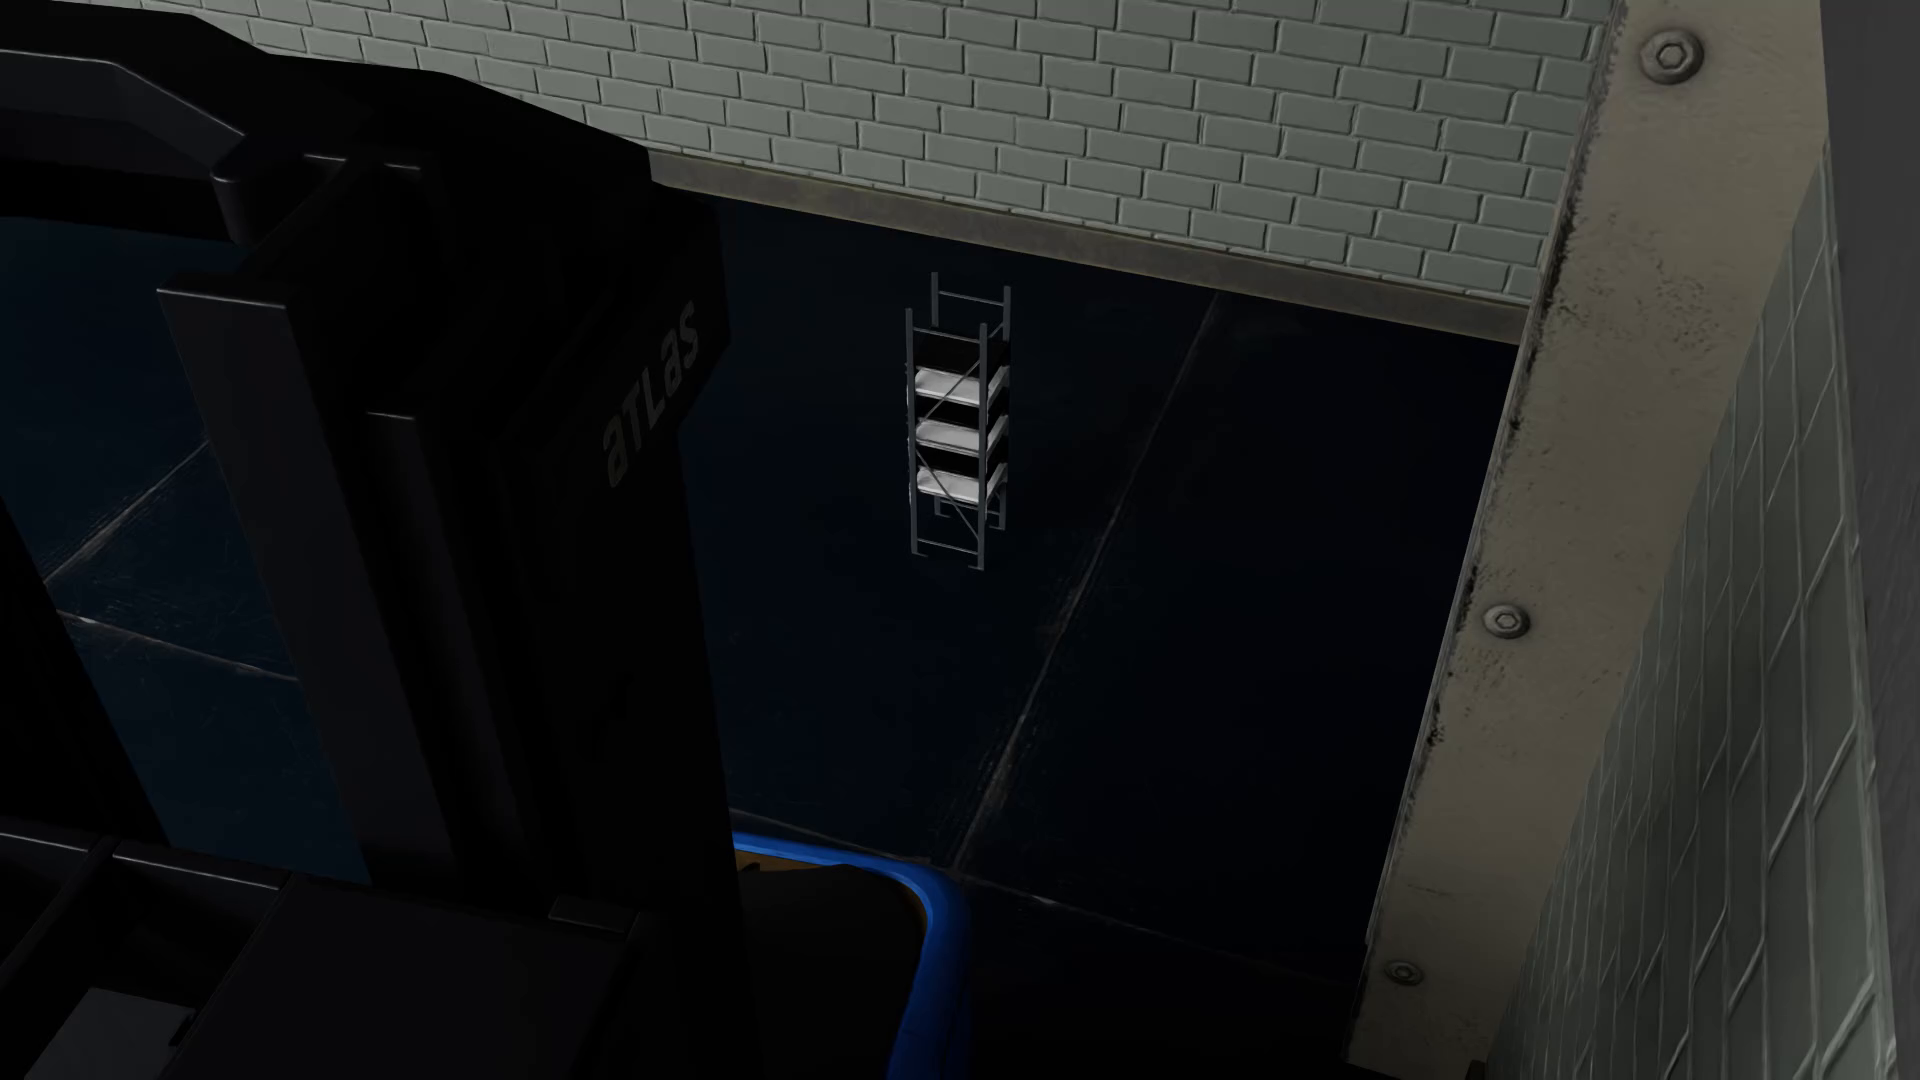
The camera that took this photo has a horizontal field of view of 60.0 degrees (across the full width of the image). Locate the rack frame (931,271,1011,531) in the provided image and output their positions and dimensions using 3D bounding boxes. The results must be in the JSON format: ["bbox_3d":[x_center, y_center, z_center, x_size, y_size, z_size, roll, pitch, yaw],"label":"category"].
[{"bbox_3d":[0.032,-0.399,5.025,0.240,0.900,0.006,13,42,15],"label":"rack frame"}]

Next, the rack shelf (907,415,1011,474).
[{"bbox_3d":[-0.003,-0.312,4.974,0.258,0.077,0.200,13,42,15],"label":"rack shelf"}]

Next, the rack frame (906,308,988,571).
[{"bbox_3d":[-0.038,-0.275,4.879,0.240,0.900,0.006,13,42,15],"label":"rack frame"}]

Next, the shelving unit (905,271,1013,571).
[{"bbox_3d":[-0.003,-0.337,4.952,0.258,0.900,0.210,13,42,15],"label":"shelving unit"}]

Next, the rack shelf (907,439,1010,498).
[{"bbox_3d":[-0.003,-0.244,5.032,0.258,0.077,0.200,13,42,15],"label":"rack shelf"}]

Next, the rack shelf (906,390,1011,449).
[{"bbox_3d":[-0.003,-0.381,4.915,0.258,0.077,0.200,13,42,15],"label":"rack shelf"}]

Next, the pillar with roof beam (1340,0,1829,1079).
[{"bbox_3d":[-2.956,-3.264,2.143,9.100,9.000,0.400,13,42,15],"label":"pillar with roof beam"}]

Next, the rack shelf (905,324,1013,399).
[{"bbox_3d":[-0.003,-0.517,4.799,0.258,0.077,0.200,13,42,15],"label":"rack shelf"}]

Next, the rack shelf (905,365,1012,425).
[{"bbox_3d":[-0.003,-0.449,4.857,0.258,0.077,0.200,13,42,15],"label":"rack shelf"}]

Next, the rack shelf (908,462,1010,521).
[{"bbox_3d":[-0.003,-0.175,5.091,0.258,0.077,0.200,13,42,15],"label":"rack shelf"}]

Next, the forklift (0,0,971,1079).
[{"bbox_3d":[-0.793,1.148,1.646,1.130,2.935,3.031,8,41,10],"label":"forklift"}]
